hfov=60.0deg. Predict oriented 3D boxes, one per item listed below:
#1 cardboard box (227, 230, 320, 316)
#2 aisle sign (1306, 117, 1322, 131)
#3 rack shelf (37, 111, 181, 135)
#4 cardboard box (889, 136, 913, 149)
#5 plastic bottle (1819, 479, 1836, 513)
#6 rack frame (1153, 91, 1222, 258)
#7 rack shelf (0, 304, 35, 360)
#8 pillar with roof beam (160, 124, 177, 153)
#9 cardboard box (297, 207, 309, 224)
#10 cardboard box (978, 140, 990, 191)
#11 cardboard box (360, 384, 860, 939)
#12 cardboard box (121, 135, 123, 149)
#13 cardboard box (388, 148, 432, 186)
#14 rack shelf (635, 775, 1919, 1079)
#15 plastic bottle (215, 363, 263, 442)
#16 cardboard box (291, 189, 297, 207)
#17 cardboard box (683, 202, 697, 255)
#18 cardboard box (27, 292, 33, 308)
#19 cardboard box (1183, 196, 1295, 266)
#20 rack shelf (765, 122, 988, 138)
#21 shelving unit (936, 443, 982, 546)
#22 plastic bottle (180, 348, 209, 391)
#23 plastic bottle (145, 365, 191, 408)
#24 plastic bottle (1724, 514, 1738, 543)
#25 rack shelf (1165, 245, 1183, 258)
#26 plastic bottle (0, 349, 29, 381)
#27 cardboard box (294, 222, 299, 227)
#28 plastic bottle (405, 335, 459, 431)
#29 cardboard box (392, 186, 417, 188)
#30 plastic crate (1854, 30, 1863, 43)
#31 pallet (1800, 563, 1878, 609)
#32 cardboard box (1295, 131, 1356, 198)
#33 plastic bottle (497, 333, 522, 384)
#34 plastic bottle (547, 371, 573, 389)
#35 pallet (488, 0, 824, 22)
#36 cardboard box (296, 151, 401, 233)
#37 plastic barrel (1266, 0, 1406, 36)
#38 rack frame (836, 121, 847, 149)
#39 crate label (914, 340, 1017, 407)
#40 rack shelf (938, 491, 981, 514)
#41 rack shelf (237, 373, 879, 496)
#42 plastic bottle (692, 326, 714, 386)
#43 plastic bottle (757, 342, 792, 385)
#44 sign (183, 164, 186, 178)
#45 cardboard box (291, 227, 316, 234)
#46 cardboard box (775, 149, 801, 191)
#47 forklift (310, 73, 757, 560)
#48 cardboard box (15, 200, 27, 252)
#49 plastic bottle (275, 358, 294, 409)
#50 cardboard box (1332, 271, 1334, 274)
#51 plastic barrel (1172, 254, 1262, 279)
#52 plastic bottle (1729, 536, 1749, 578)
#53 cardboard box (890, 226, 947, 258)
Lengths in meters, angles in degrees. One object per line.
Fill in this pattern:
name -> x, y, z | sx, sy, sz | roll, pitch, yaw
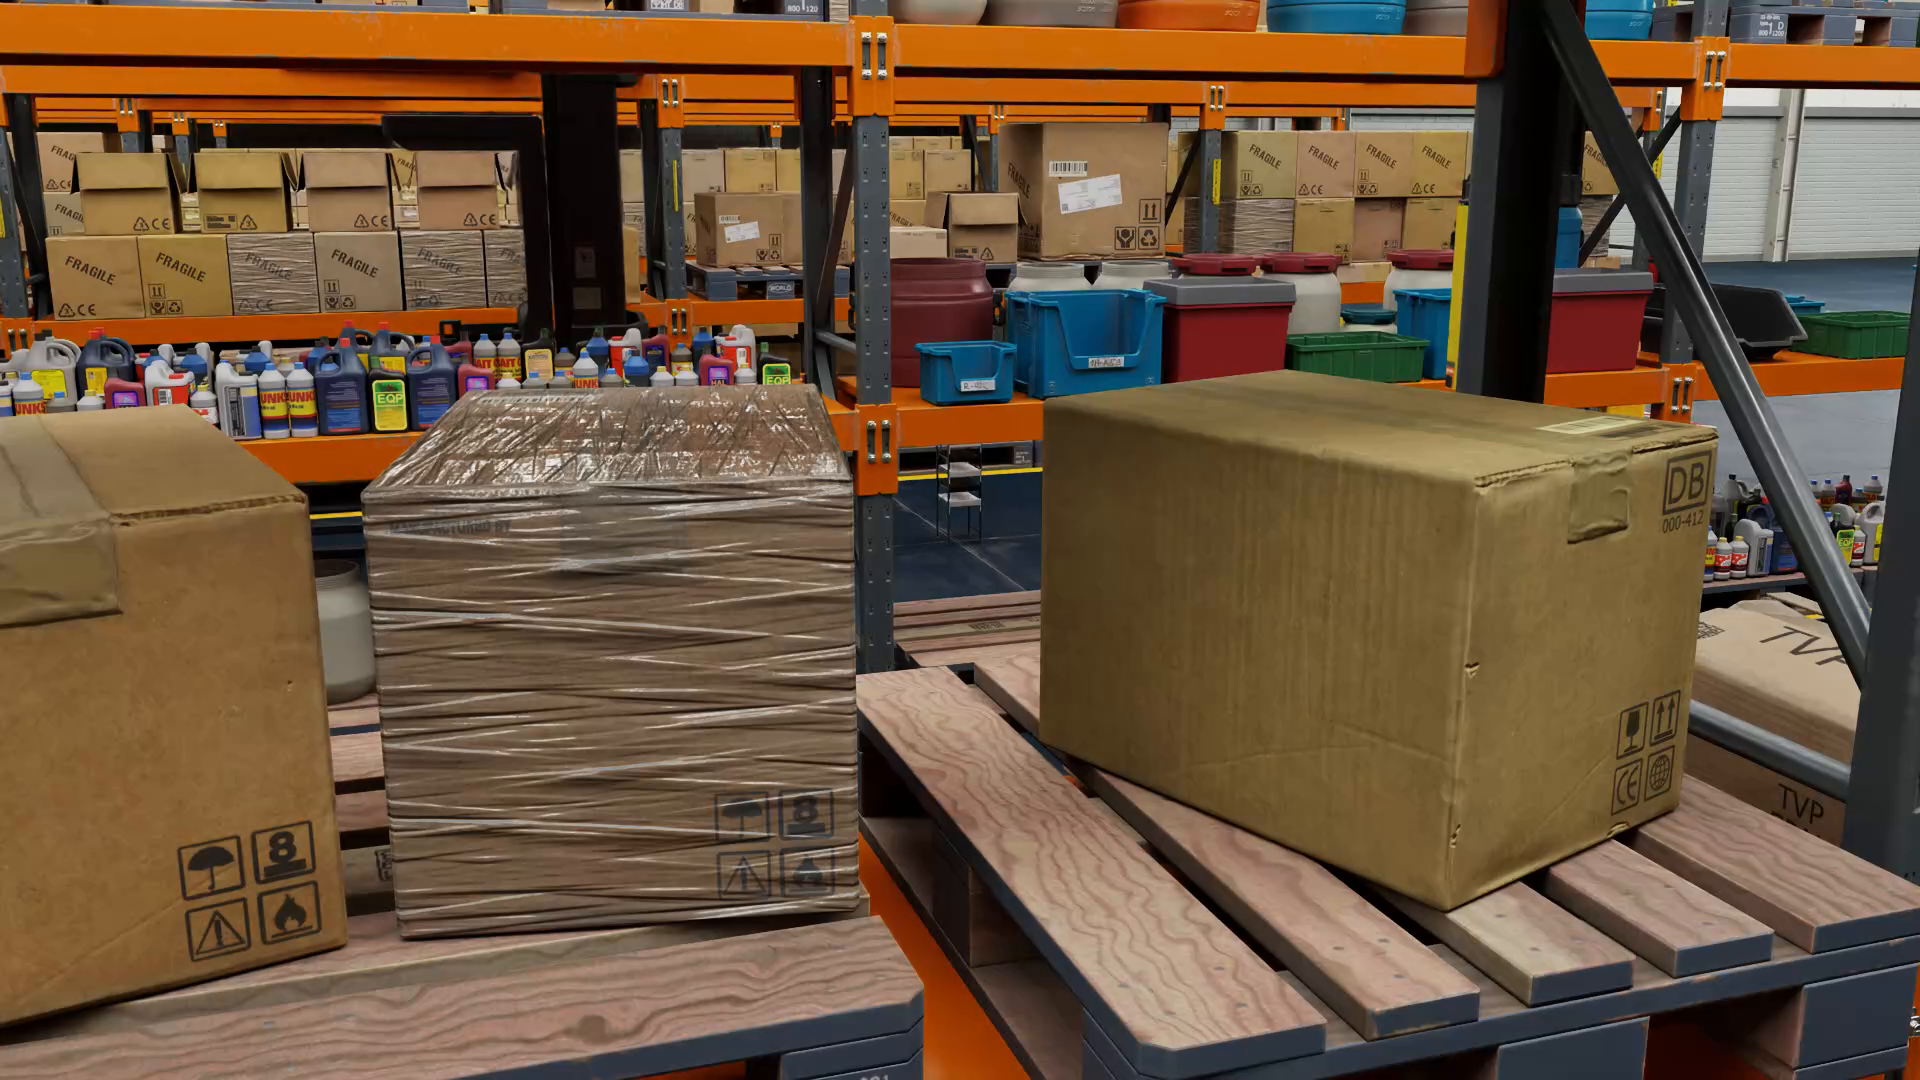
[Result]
cardboard box -> -4.398, -1.721, 10.679 | 0.500, 0.500, 0.500 | -5, 14, -19
aisle sign -> 3.994, -4.935, 18.792 | 0.004, 0.787, 0.394 | -4, 14, -18
rack shelf -> -10.921, -4.754, 18.719 | 4.000, 0.370, 1.077 | -4, 14, -18
cardboard box -> -0.957, -5.047, 21.861 | 0.500, 0.500, 0.700 | -5, 14, -19
plastic bottle -> 4.946, -0.214, 9.506 | 0.097, 0.271, 0.097 | 0, 13, 0
rack frame -> 1.718, -2.209, 12.948 | 0.127, 3.000, 1.000 | -4, 14, -18
rack shelf -> -7.760, -1.121, 9.929 | 4.000, 0.370, 1.077 | -4, 14, -18
pillar with roof beam -> -10.186, -7.001, 20.131 | 0.400, 9.000, 9.100 | -4, 14, -18
cardboard box -> -5.840, -2.947, 15.045 | 0.250, 0.149, 0.380 | -4, 14, -16
cardboard box -> 0.592, -3.922, 17.494 | 0.550, 0.550, 0.875 | -4, 14, -18
cardboard box -> -0.406, 0.103, 2.105 | 0.500, 0.500, 0.700 | -2, 13, -7
cardboard box -> -9.500, -4.555, 19.031 | 0.250, 0.149, 0.380 | -4, 14, -17
cardboard box -> -6.597, -4.452, 20.001 | 0.500, 0.500, 0.500 | -4, 14, -18
rack shelf -> -0.813, 0.757, 2.035 | 4.000, 0.370, 1.077 | -4, 14, -18
plastic bottle -> -2.627, -0.508, 6.065 | 0.135, 0.276, 0.152 | -4, 14, -18
cardboard box -> -6.087, -3.072, 14.925 | 0.250, 0.149, 0.380 | -5, 14, -19
cardboard box -> -2.567, -3.070, 16.351 | 0.500, 0.500, 0.500 | -5, 14, -19
cardboard box -> -10.503, -2.661, 19.477 | 0.875, 0.438, 0.875 | -5, 14, -20
cardboard box -> 2.164, -2.422, 12.985 | 0.500, 0.500, 0.875 | -4, 14, -18
rack shelf -> -1.134, -6.728, 27.018 | 4.000, 0.370, 1.077 | -4, 14, -18
shelving unit -> -0.008, -0.437, 10.036 | 0.210, 0.900, 0.258 | -4, 14, -18
plastic bottle -> -3.005, -0.618, 6.537 | 0.097, 0.271, 0.097 | 0, 13, 0
plastic bottle -> -2.847, -0.491, 5.993 | 0.135, 0.276, 0.152 | -4, 14, -18
plastic bottle -> 4.002, 0.004, 8.563 | 0.133, 0.283, 0.061 | -4, 14, -18
rack shelf -> 2.127, -3.102, 18.257 | 4.000, 0.370, 1.077 | -4, 14, -18
plastic bottle -> -3.668, -0.599, 6.447 | 0.135, 0.276, 0.152 | -4, 14, -18
cardboard box -> -6.093, -2.782, 14.992 | 0.250, 0.149, 0.380 | -4, 14, -18
plastic bottle -> -1.988, -0.593, 6.262 | 0.185, 0.351, 0.144 | -4, 14, -18
cardboard box -> -5.305, -3.292, 15.850 | 0.250, 0.149, 0.380 | -4, 14, -16
plastic crate -> 4.690, -2.661, 8.936 | 0.396, 0.136, 0.243 | -4, 14, -18
pallet -> 5.105, 0.102, 9.256 | 1.213, 0.211, 1.003 | -4, 14, -18
cardboard box -> 2.699, -2.904, 12.849 | 0.500, 0.500, 0.500 | -4, 14, -18
plastic bottle -> -1.909, -0.740, 7.052 | 0.097, 0.271, 0.097 | 0, 13, 0
plastic bottle -> -1.536, -0.550, 6.403 | 0.097, 0.201, 0.097 | 0, 13, 0
pallet -> -1.250, -2.160, 6.668 | 1.213, 0.211, 1.003 | -4, 14, -18
cardboard box -> -4.024, -2.302, 10.954 | 0.637, 0.503, 0.797 | -4, 14, -16
plastic barrel -> 1.645, -2.644, 7.213 | 0.708, 0.901, 0.600 | -4, 14, -18
rack frame -> -1.443, -4.383, 22.086 | 0.127, 3.000, 1.000 | -4, 14, -18
crate label -> 0.025, -0.695, 6.945 | 0.416, 0.233, 0.303 | -4, 14, -18
rack shelf -> -0.008, -0.230, 10.086 | 0.200, 0.077, 0.258 | -4, 14, -18
rack shelf -> -2.389, -0.330, 6.603 | 4.000, 0.370, 1.077 | -4, 14, -18
plastic bottle -> -1.126, -0.802, 7.308 | 0.097, 0.271, 0.097 | 0, 13, 0
plastic bottle -> -0.741, -0.648, 6.635 | 0.133, 0.283, 0.061 | -4, 14, -18
sign -> -8.847, -4.130, 18.983 | 0.005, 0.325, 0.100 | -4, 14, -18
cardboard box -> -4.544, -1.837, 11.167 | 0.500, 0.500, 0.500 | -5, 14, -19
cardboard box -> -1.682, -3.689, 16.793 | 0.500, 0.500, 0.700 | -5, 14, -19
forklift -> -2.576, -1.277, 9.177 | 3.031, 2.935, 1.130 | -3, 14, -13
cardboard box -> -8.212, -2.772, 14.454 | 0.500, 0.500, 0.500 | -5, 14, -20
plastic bottle -> -2.742, -0.642, 6.787 | 0.097, 0.201, 0.097 | 0, 13, 0
cardboard box -> 2.720, -2.098, 13.022 | 0.250, 0.149, 0.380 | -4, 14, -18
plastic barrel -> 1.215, -1.080, 7.909 | 0.433, 0.535, 0.433 | 0, 13, 0
plastic bottle -> 3.932, 0.082, 8.412 | 0.097, 0.201, 0.097 | 0, 13, 0
cardboard box -> -0.412, -2.119, 11.984 | 0.500, 0.250, 0.500 | -5, 14, -20
